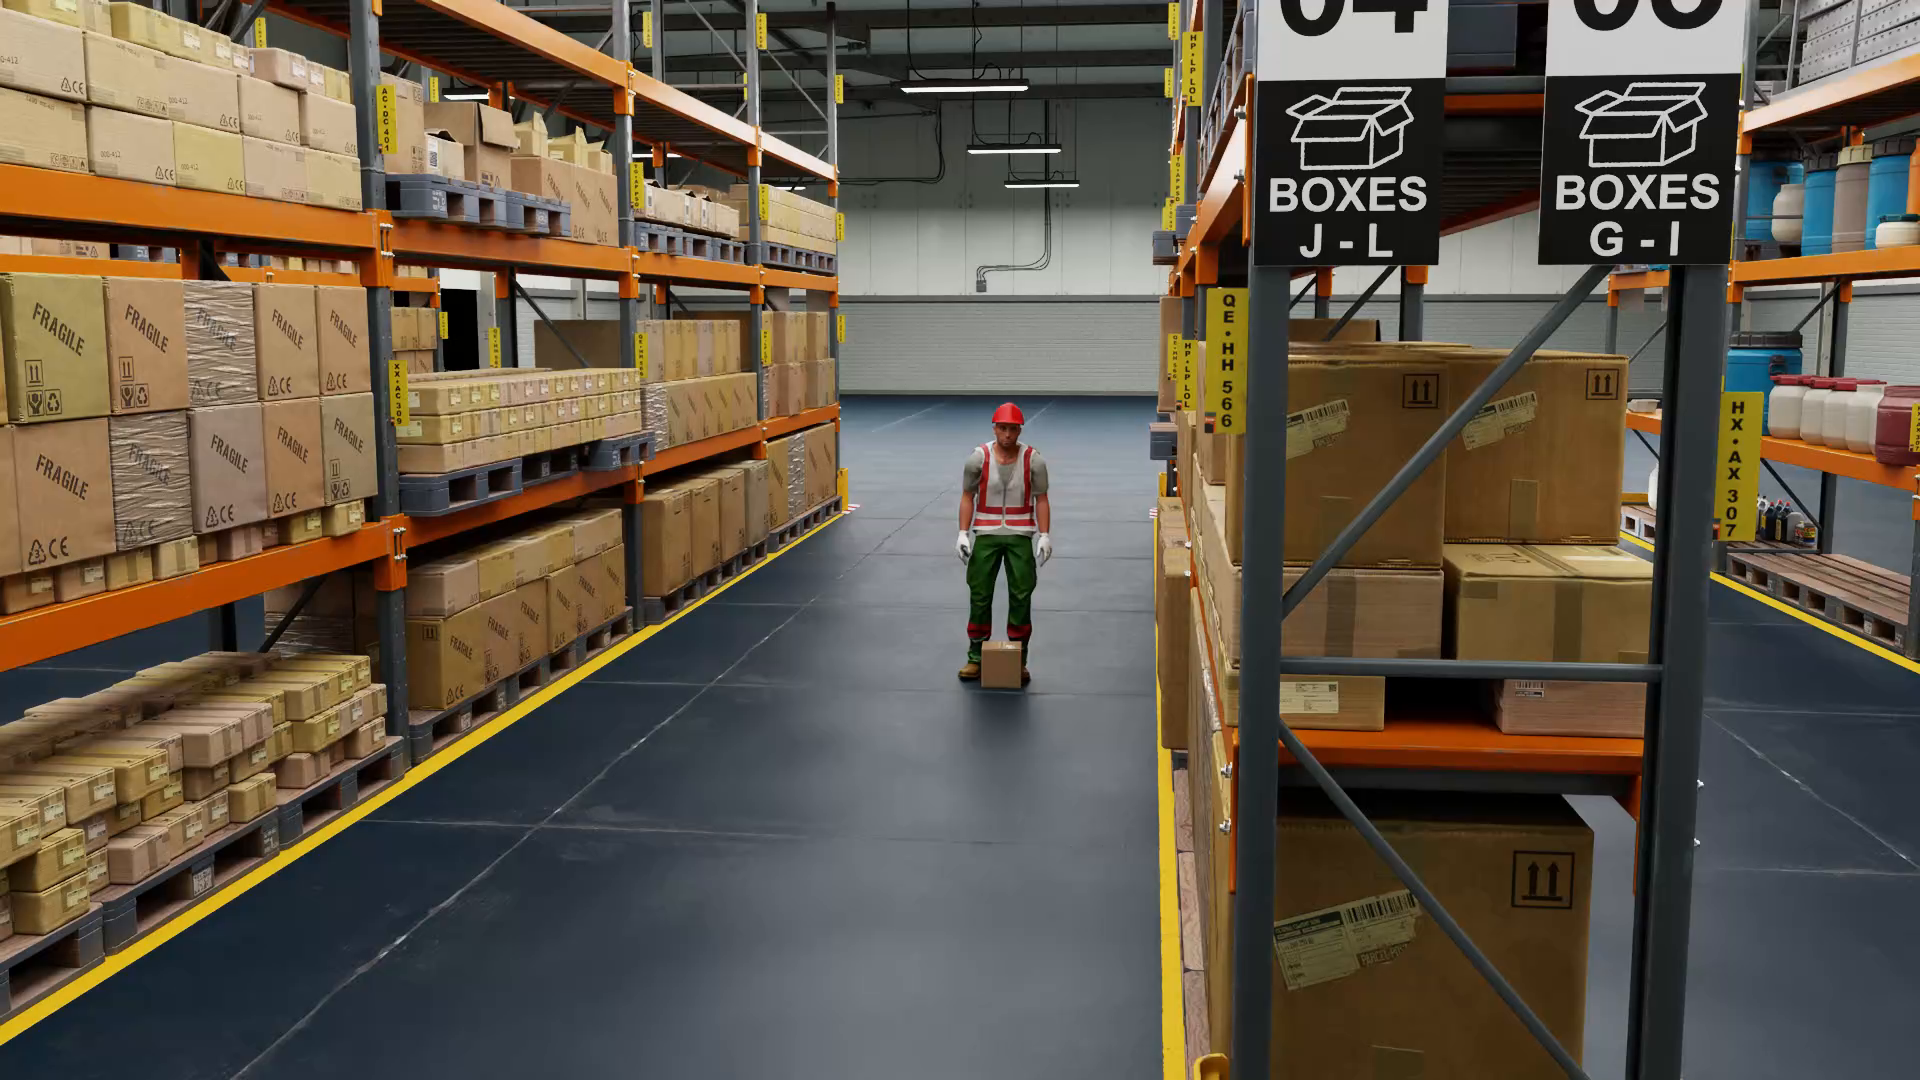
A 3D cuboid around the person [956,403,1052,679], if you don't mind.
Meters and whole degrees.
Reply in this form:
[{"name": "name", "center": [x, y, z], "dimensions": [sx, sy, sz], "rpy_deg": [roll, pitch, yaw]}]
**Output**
[{"name": "person", "center": [0.284, 0.005, 10.691], "dimensions": [0.619, 1.779, 0.449], "rpy_deg": [0, 8, 3]}]
